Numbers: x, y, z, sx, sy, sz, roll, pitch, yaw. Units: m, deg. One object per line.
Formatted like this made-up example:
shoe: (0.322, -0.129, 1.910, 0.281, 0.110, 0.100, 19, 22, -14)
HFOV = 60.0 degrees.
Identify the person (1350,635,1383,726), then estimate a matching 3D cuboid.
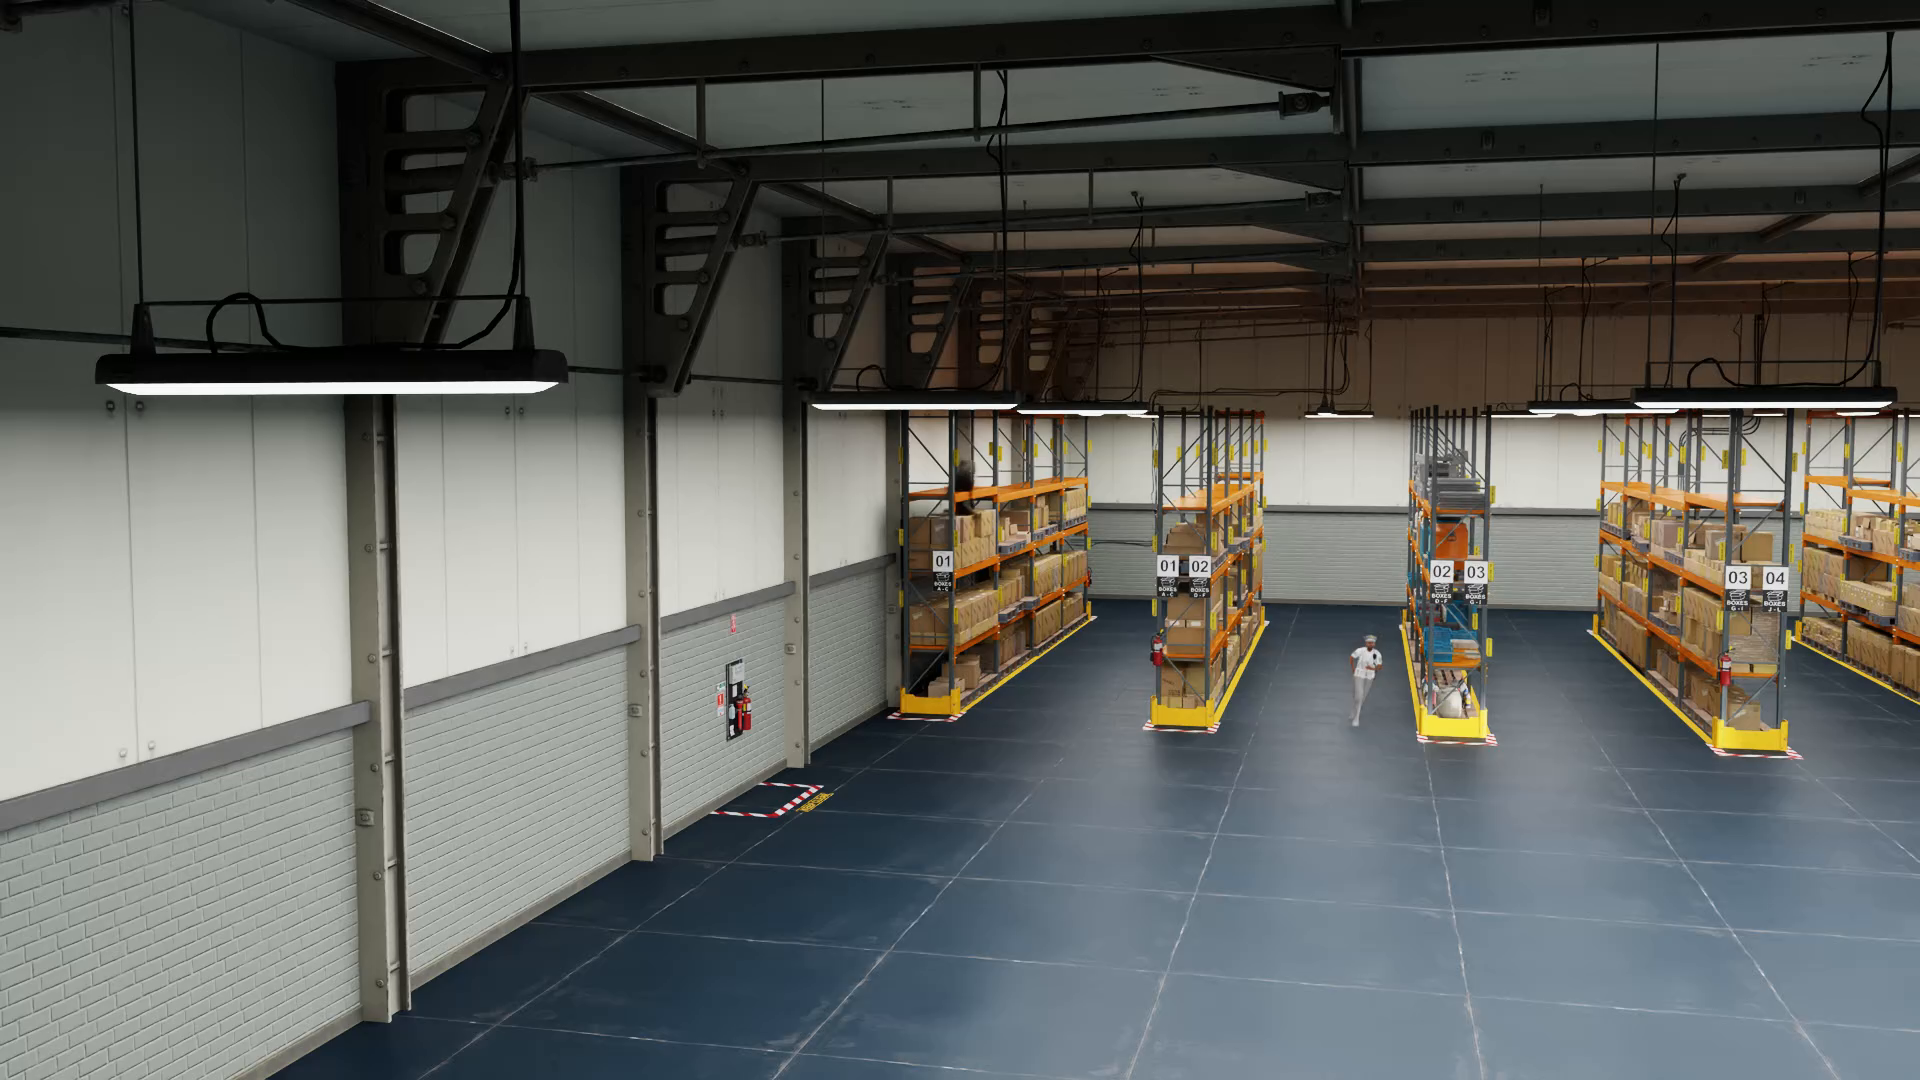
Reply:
person: (7.656, 2.643, 31.510, 0.594, 1.738, 0.688, 0, 4, -4)
